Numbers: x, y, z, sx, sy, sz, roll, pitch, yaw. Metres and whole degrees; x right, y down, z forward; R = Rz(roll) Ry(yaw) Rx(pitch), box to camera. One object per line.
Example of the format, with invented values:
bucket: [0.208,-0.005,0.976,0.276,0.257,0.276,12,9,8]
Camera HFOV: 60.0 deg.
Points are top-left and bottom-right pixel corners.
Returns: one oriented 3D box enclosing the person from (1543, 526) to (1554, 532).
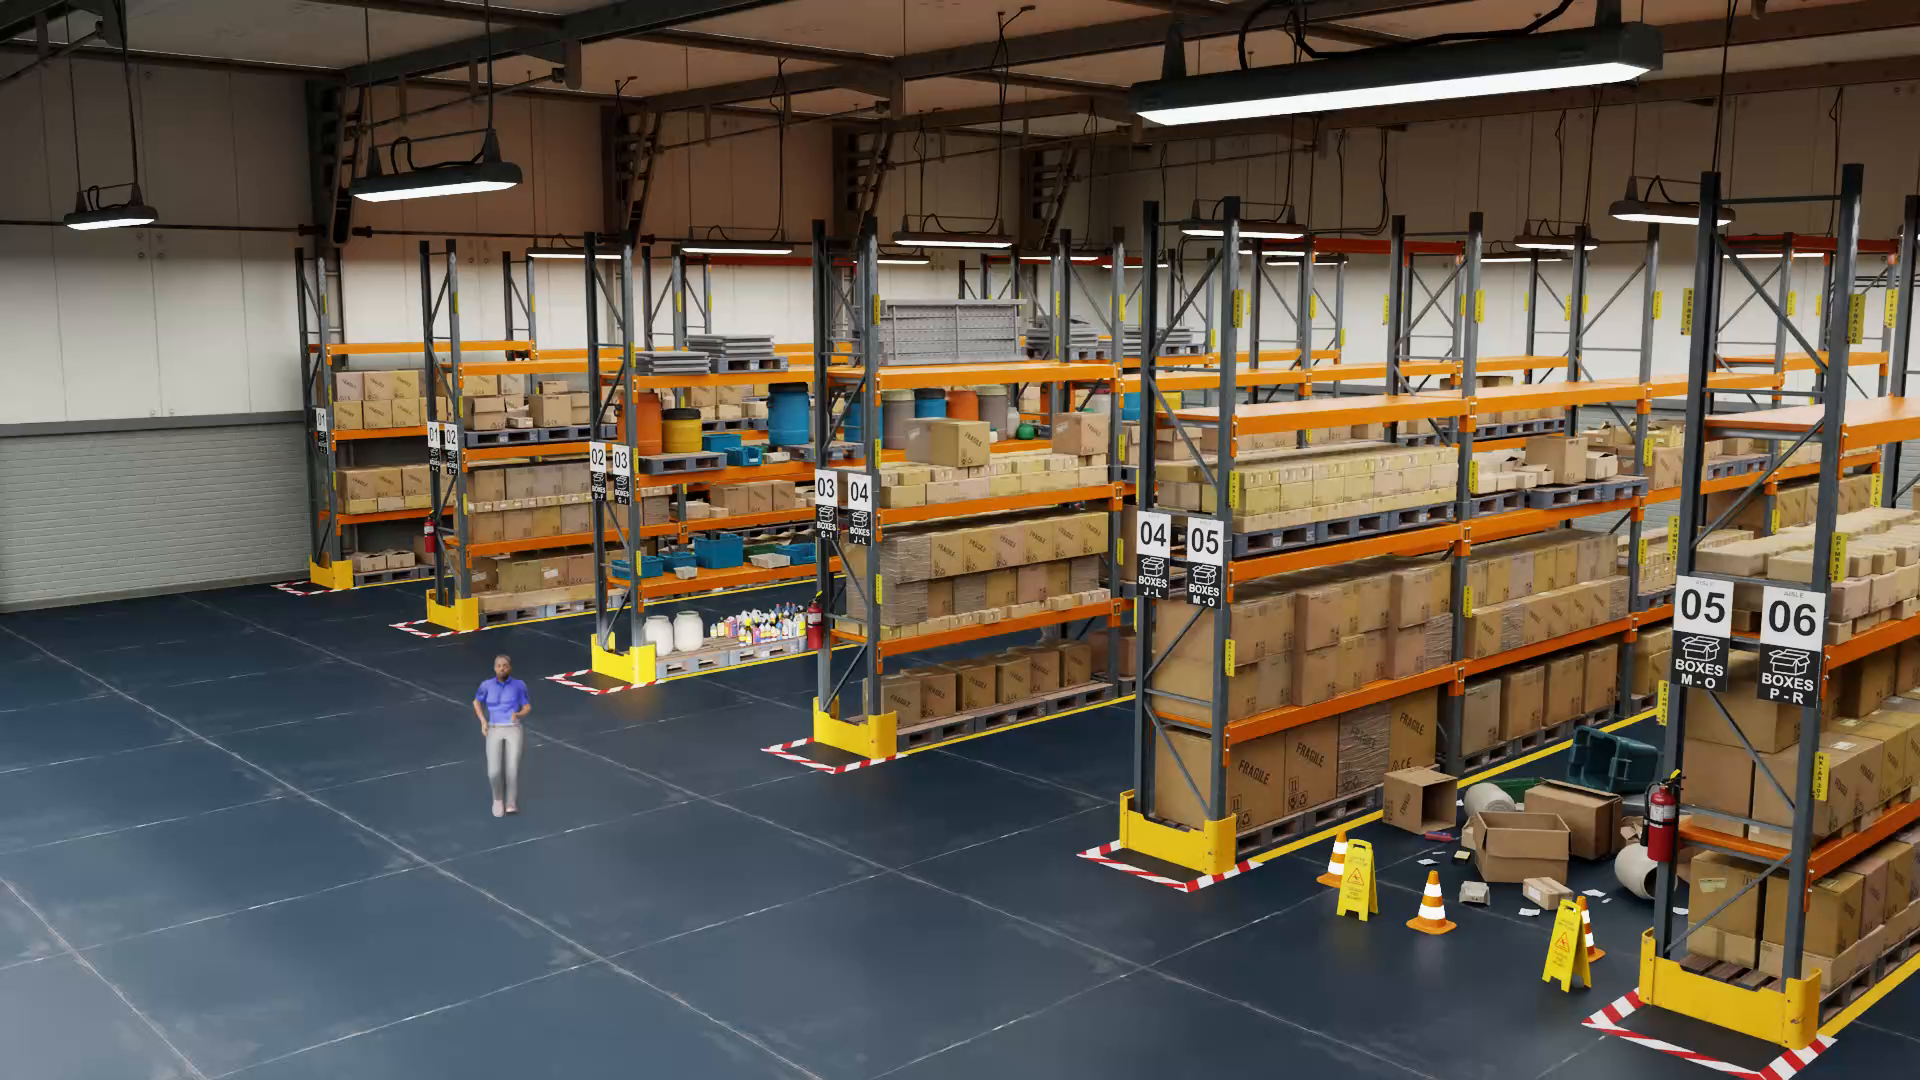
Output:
person: [9.265,0.553,26.281,0.531,1.552,0.555,8,12,43]

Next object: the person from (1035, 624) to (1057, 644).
person: [1.121,0.610,23.289,0.602,1.780,0.652,-7,11,-40]

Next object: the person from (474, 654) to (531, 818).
person: [-4.525,1.965,16.475,0.559,1.637,0.607,-2,9,-14]
